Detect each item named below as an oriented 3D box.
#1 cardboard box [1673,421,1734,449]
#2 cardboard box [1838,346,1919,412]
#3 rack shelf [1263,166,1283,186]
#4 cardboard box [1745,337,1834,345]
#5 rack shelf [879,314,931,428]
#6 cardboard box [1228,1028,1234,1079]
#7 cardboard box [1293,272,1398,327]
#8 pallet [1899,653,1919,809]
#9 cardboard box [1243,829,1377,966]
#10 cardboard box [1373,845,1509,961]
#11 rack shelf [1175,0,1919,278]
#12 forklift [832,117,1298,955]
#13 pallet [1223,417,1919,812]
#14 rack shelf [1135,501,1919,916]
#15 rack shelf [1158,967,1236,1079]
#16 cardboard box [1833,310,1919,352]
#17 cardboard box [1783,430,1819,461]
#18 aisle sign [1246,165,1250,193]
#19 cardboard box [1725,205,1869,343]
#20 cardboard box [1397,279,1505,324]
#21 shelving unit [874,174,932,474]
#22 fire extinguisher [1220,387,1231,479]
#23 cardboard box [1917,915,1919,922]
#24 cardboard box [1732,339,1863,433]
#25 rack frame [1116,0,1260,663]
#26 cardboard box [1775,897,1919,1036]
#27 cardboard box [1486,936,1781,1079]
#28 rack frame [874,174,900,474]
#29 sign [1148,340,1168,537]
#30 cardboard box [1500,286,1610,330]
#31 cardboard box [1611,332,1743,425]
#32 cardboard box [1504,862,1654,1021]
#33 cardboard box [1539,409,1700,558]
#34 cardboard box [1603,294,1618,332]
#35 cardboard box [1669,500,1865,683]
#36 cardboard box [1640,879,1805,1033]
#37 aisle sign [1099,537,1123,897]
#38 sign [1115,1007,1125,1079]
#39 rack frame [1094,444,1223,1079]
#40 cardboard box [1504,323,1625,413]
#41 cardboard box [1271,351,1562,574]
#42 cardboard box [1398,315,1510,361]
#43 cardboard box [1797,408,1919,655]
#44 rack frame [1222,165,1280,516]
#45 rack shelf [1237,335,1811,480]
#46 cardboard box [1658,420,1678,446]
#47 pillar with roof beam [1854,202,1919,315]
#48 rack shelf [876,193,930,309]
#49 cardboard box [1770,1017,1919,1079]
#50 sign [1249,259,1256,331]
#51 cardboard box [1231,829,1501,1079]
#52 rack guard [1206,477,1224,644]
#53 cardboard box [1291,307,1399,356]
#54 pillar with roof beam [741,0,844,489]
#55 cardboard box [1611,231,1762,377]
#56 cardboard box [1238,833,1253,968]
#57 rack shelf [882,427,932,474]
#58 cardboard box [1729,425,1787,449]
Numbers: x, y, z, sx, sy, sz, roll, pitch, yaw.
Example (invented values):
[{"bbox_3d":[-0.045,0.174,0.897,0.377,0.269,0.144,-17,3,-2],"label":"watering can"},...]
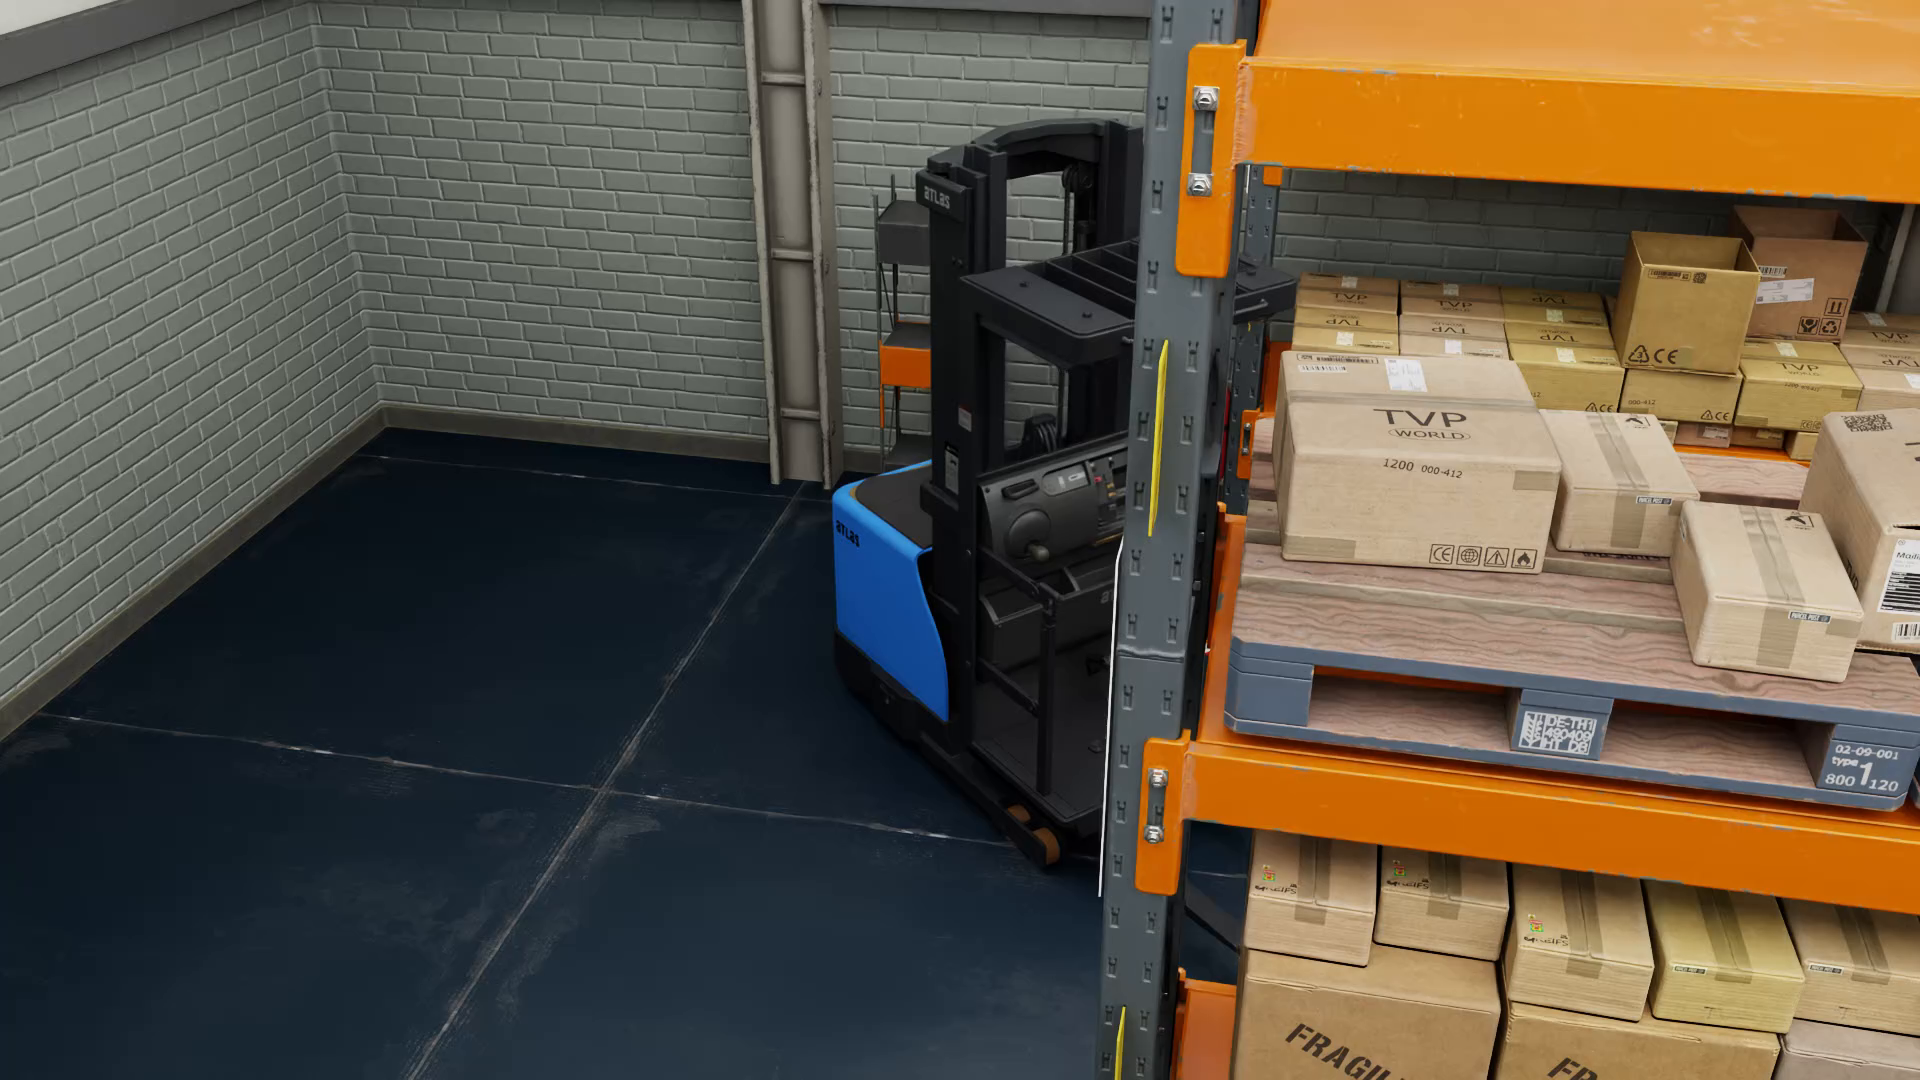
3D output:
[{"bbox_3d":[3.533,-0.593,7.971,0.250,0.149,0.380,6,29,10],"label":"cardboard box"},{"bbox_3d":[4.361,-0.671,7.699,0.500,0.250,0.500,6,29,11],"label":"cardboard box"},{"bbox_3d":[3.447,-1.828,7.590,4.000,0.370,1.077,6,29,11],"label":"rack shelf"},{"bbox_3d":[3.979,-0.968,8.240,0.500,0.250,0.500,6,29,12],"label":"cardboard box"},{"bbox_3d":[-0.162,-0.926,9.283,0.480,0.518,0.431,6,29,11],"label":"rack shelf"},{"bbox_3d":[0.867,1.443,3.887,0.500,0.500,0.500,6,29,10],"label":"cardboard box"},{"bbox_3d":[1.996,-1.171,8.612,0.500,0.250,0.500,7,29,12],"label":"cardboard box"},{"bbox_3d":[2.382,0.217,3.198,1.213,0.211,1.003,6,29,11],"label":"pallet"},{"bbox_3d":[0.747,0.702,3.523,0.250,0.149,0.380,6,29,12],"label":"cardboard box"},{"bbox_3d":[1.019,0.695,3.536,0.250,0.149,0.380,7,29,12],"label":"cardboard box"},{"bbox_3d":[2.414,-0.636,2.707,4.000,0.370,1.077,6,29,11],"label":"rack shelf"},{"bbox_3d":[0.612,-0.138,6.950,1.130,2.935,3.031,-18,33,-30],"label":"forklift"},{"bbox_3d":[1.186,0.096,3.419,1.213,0.211,1.003,6,29,11],"label":"pallet"},{"bbox_3d":[2.414,0.504,3.331,4.000,0.370,1.077,6,29,11],"label":"rack shelf"},{"bbox_3d":[2.414,1.820,4.052,4.000,0.370,1.077,6,29,11],"label":"rack shelf"},{"bbox_3d":[4.483,-0.915,8.144,0.500,0.250,0.500,6,29,10],"label":"cardboard box"},{"bbox_3d":[4.013,-0.512,7.823,0.250,0.149,0.380,5,29,10],"label":"cardboard box"},{"bbox_3d":[1.363,-2.037,7.640,0.004,0.787,0.394,6,29,11],"label":"aisle sign"},{"bbox_3d":[4.002,-1.295,8.057,0.500,0.500,0.500,5,29,9],"label":"cardboard box"},{"bbox_3d":[2.500,-1.119,8.516,0.500,0.250,0.500,6,29,11],"label":"cardboard box"},{"bbox_3d":[-0.162,-0.938,9.276,0.503,2.100,0.431,6,29,11],"label":"shelving unit"},{"bbox_3d":[1.251,-0.628,8.243,0.183,0.674,0.296,6,29,11],"label":"fire extinguisher"},{"bbox_3d":[2.013,0.839,3.273,0.250,0.149,0.380,6,29,11],"label":"cardboard box"},{"bbox_3d":[3.876,-0.727,7.802,0.500,0.250,0.500,6,29,10],"label":"cardboard box"},{"bbox_3d":[0.458,-1.328,2.805,0.127,3.000,1.000,6,29,11],"label":"rack frame"},{"bbox_3d":[1.778,0.794,3.354,0.250,0.149,0.380,6,29,11],"label":"cardboard box"},{"bbox_3d":[1.375,1.052,3.560,0.500,0.500,0.500,5,29,9],"label":"cardboard box"},{"bbox_3d":[-0.401,-0.962,9.321,0.015,2.100,0.400,6,29,11],"label":"rack frame"},{"bbox_3d":[0.336,-0.170,2.821,0.005,0.325,0.100,6,29,11],"label":"sign"},{"bbox_3d":[2.983,-1.067,8.422,0.500,0.250,0.500,7,29,12],"label":"cardboard box"},{"bbox_3d":[3.372,-0.780,7.897,0.500,0.250,0.500,5,29,9],"label":"cardboard box"},{"bbox_3d":[1.249,0.775,3.390,0.250,0.149,0.380,7,29,12],"label":"cardboard box"},{"bbox_3d":[1.344,-0.123,3.447,0.250,0.149,0.380,4,29,7],"label":"cardboard box"},{"bbox_3d":[3.495,-1.014,8.326,0.500,0.250,0.500,6,29,10],"label":"cardboard box"},{"bbox_3d":[1.474,0.087,3.064,0.250,0.149,0.380,7,29,12],"label":"cardboard box"},{"bbox_3d":[1.510,0.793,3.357,0.250,0.149,0.380,5,29,9],"label":"cardboard box"},{"bbox_3d":[0.327,0.292,3.385,0.004,0.787,0.394,6,29,11],"label":"aisle sign"},{"bbox_3d":[0.336,1.149,3.543,0.005,0.325,0.100,6,29,11],"label":"sign"},{"bbox_3d":[0.458,1.304,4.245,0.127,3.000,1.000,6,29,11],"label":"rack frame"},{"bbox_3d":[2.868,-0.821,7.972,0.500,0.250,0.500,5,29,10],"label":"cardboard box"},{"bbox_3d":[0.917,-0.172,3.431,0.500,0.250,0.500,3,29,6],"label":"cardboard box"},{"bbox_3d":[2.371,-0.870,8.062,0.500,0.250,0.500,6,29,11],"label":"cardboard box"},{"bbox_3d":[1.911,-0.028,3.105,0.500,0.311,0.500,6,29,11],"label":"cardboard box"},{"bbox_3d":[1.491,-1.028,8.504,0.127,3.000,1.000,6,29,11],"label":"rack frame"},{"bbox_3d":[3.447,-0.512,8.310,4.000,0.370,1.077,6,29,11],"label":"rack shelf"},{"bbox_3d":[3.266,-0.587,7.959,0.250,0.149,0.380,7,29,12],"label":"cardboard box"},{"bbox_3d":[4.011,-1.730,3.538,0.400,9.000,9.100,6,29,11],"label":"pillar with roof beam"},{"bbox_3d":[-0.162,-1.540,8.946,0.480,0.518,0.431,6,29,11],"label":"rack shelf"},{"bbox_3d":[1.880,1.100,3.473,0.500,0.500,0.500,6,29,10],"label":"cardboard box"},{"bbox_3d":[1.378,-1.153,7.831,0.005,0.325,0.100,6,29,11],"label":"sign"},{"bbox_3d":[0.868,1.003,3.649,0.500,0.500,0.500,5,29,9],"label":"cardboard box"},{"bbox_3d":[1.565,0.076,9.090,0.348,0.500,1.175,6,29,11],"label":"rack guard"},{"bbox_3d":[1.878,-0.921,8.154,0.500,0.250,0.500,6,29,11],"label":"cardboard box"},{"bbox_3d":[-1.857,-2.331,4.637,0.400,9.000,9.100,6,29,11],"label":"pillar with roof beam"},{"bbox_3d":[3.345,-1.099,7.700,0.500,0.500,0.500,7,29,12],"label":"cardboard box"},{"bbox_3d":[0.979,0.758,4.097,0.500,0.500,0.500,7,29,12],"label":"cardboard box"},{"bbox_3d":[-0.162,-0.312,9.619,0.480,0.518,0.431,6,29,11],"label":"rack shelf"},{"bbox_3d":[3.784,-0.590,7.966,0.250,0.149,0.380,6,29,11],"label":"cardboard box"}]
